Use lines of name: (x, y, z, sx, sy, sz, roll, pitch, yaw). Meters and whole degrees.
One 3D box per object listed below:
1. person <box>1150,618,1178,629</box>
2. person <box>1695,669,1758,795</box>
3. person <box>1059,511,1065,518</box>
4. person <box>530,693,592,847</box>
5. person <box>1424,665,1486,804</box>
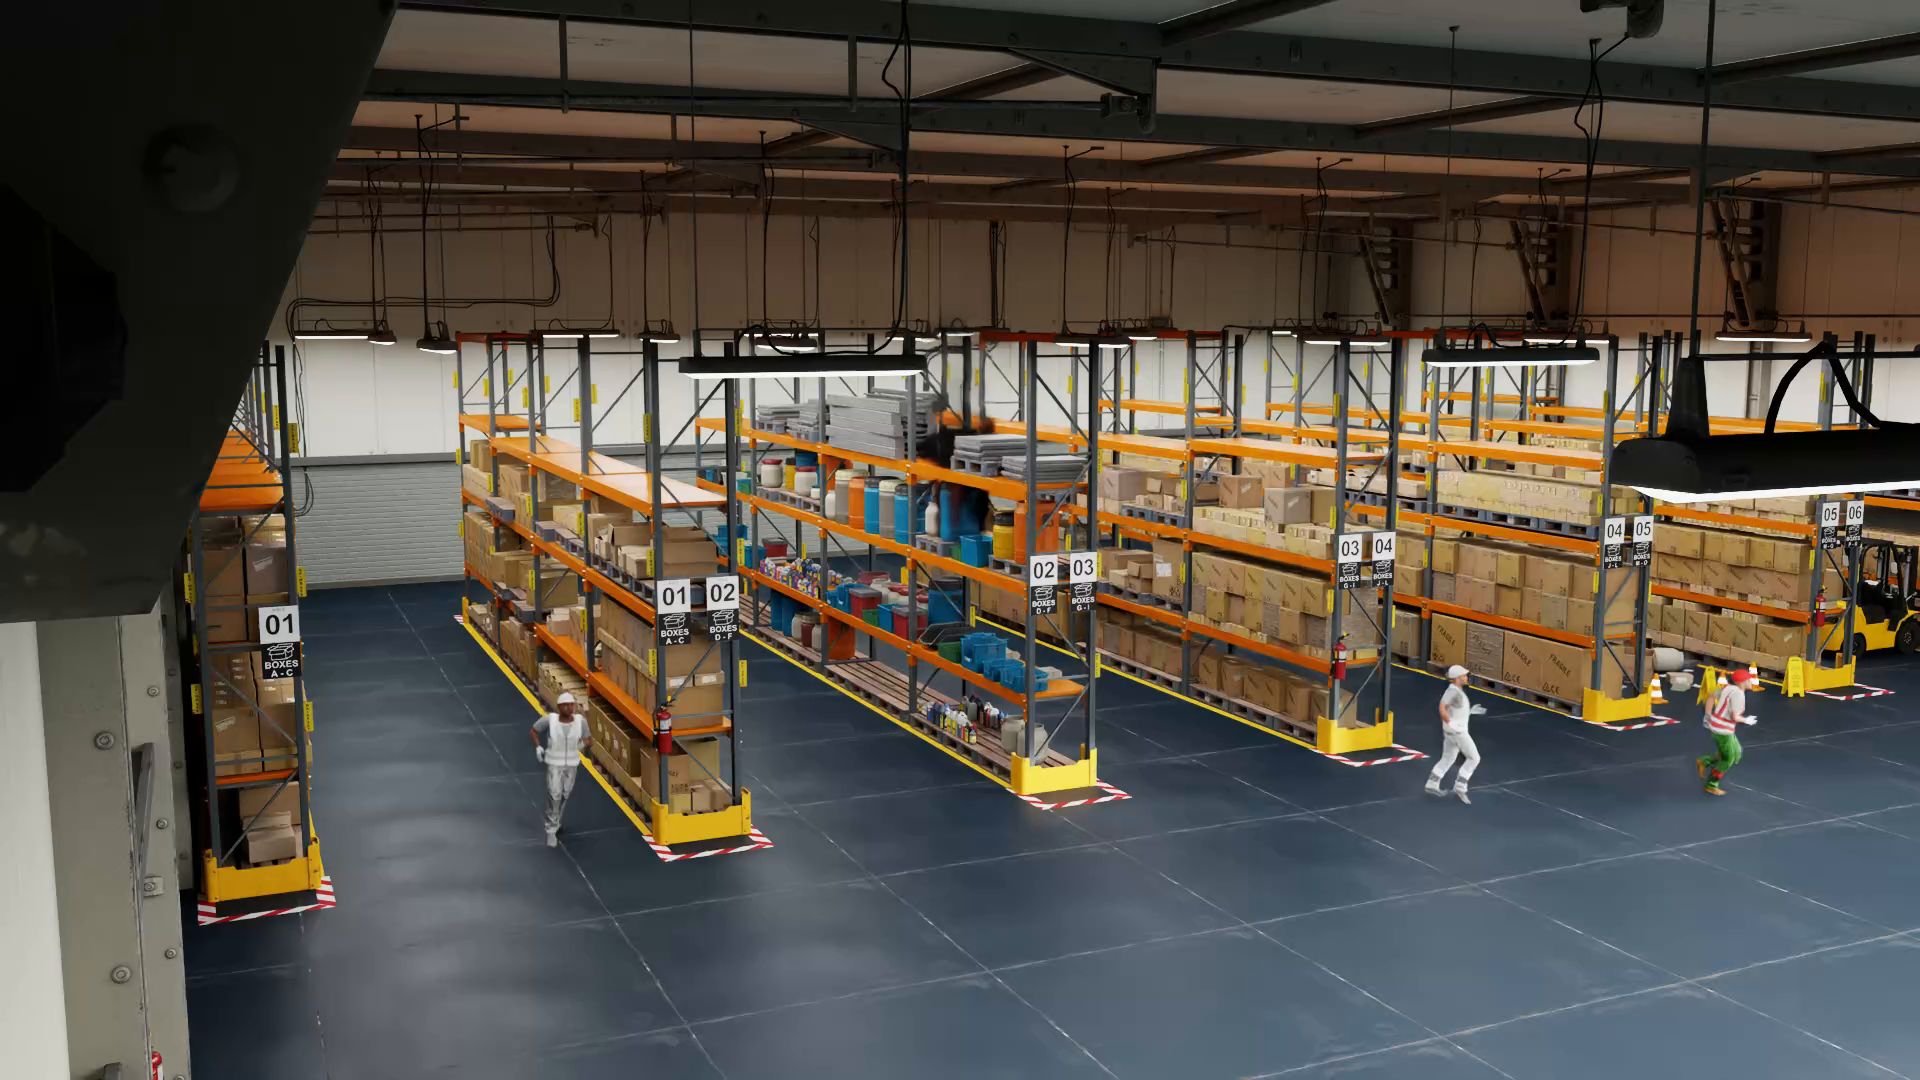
person: (4.161, 0.883, 33.936, 0.720, 1.834, 0.787, -4, 9, -29)
person: (10.141, 2.540, 21.996, 0.720, 1.719, 0.637, 2, 8, 16)
person: (2.238, 0.110, 39.763, 0.806, 1.712, 0.866, 0, 8, 2)
person: (-4.830, 2.750, 20.257, 0.687, 1.823, 0.791, -4, 9, -29)
person: (6.490, 2.536, 21.725, 0.754, 1.830, 0.632, 1, 8, 9)
